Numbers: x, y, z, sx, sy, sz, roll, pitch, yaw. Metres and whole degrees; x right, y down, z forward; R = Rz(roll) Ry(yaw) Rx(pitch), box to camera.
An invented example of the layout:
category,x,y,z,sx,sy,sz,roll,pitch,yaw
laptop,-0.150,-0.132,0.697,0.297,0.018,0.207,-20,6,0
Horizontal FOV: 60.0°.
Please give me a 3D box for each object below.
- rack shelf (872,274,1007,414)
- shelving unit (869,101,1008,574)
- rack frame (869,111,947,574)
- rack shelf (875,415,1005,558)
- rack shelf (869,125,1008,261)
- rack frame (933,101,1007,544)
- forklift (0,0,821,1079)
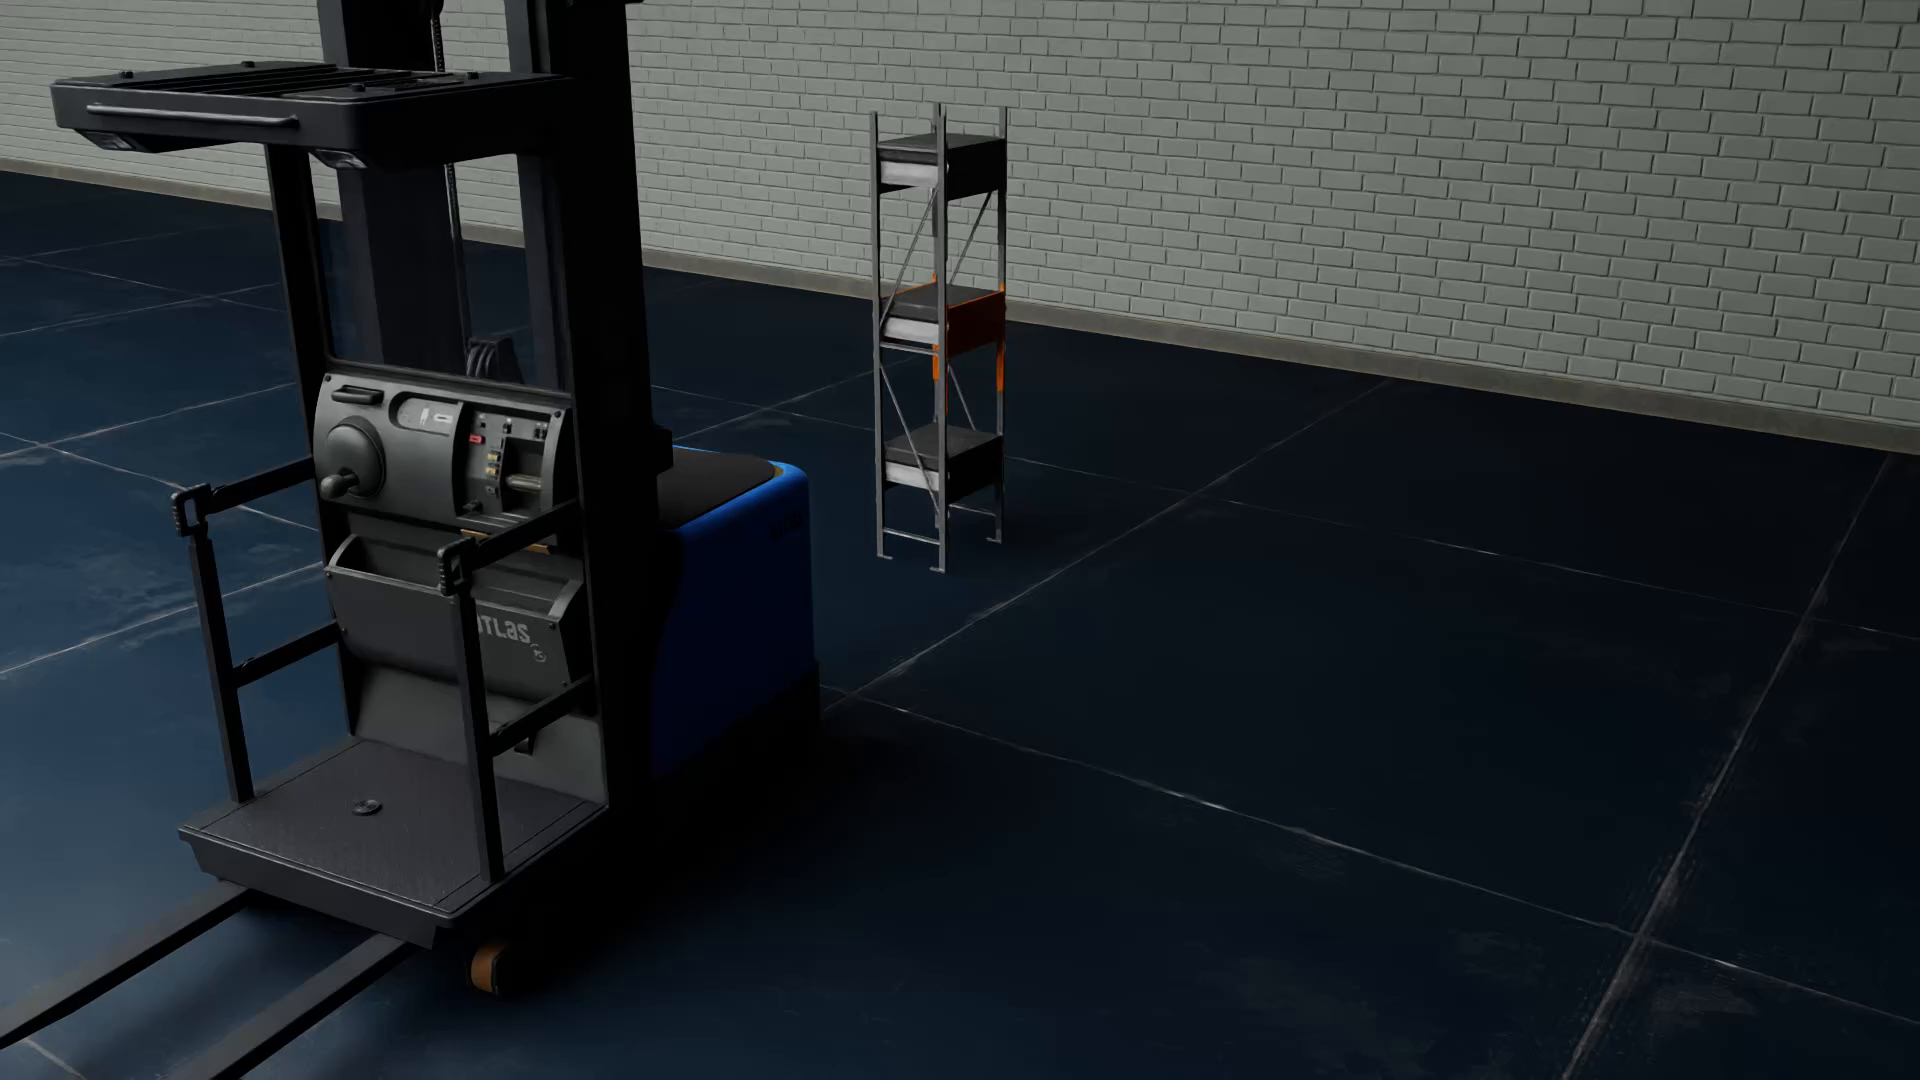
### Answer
category,x,y,z,sx,sy,sz,roll,pitch,yaw
rack shelf,-0.093,-0.925,7.777,0.431,0.518,0.480,13,24,32
shelving unit,-0.093,-0.937,7.772,0.431,2.100,0.503,13,24,32
rack frame,-0.230,-0.867,7.583,0.400,2.100,0.015,13,24,32
rack shelf,-0.093,-0.268,8.020,0.431,0.518,0.480,13,24,32
rack shelf,-0.093,-1.581,7.534,0.431,0.518,0.480,13,24,32
rack frame,0.044,-1.007,7.962,0.400,2.100,0.015,13,24,32
forklift,-1.633,-0.250,4.715,1.130,2.935,3.031,10,22,25
